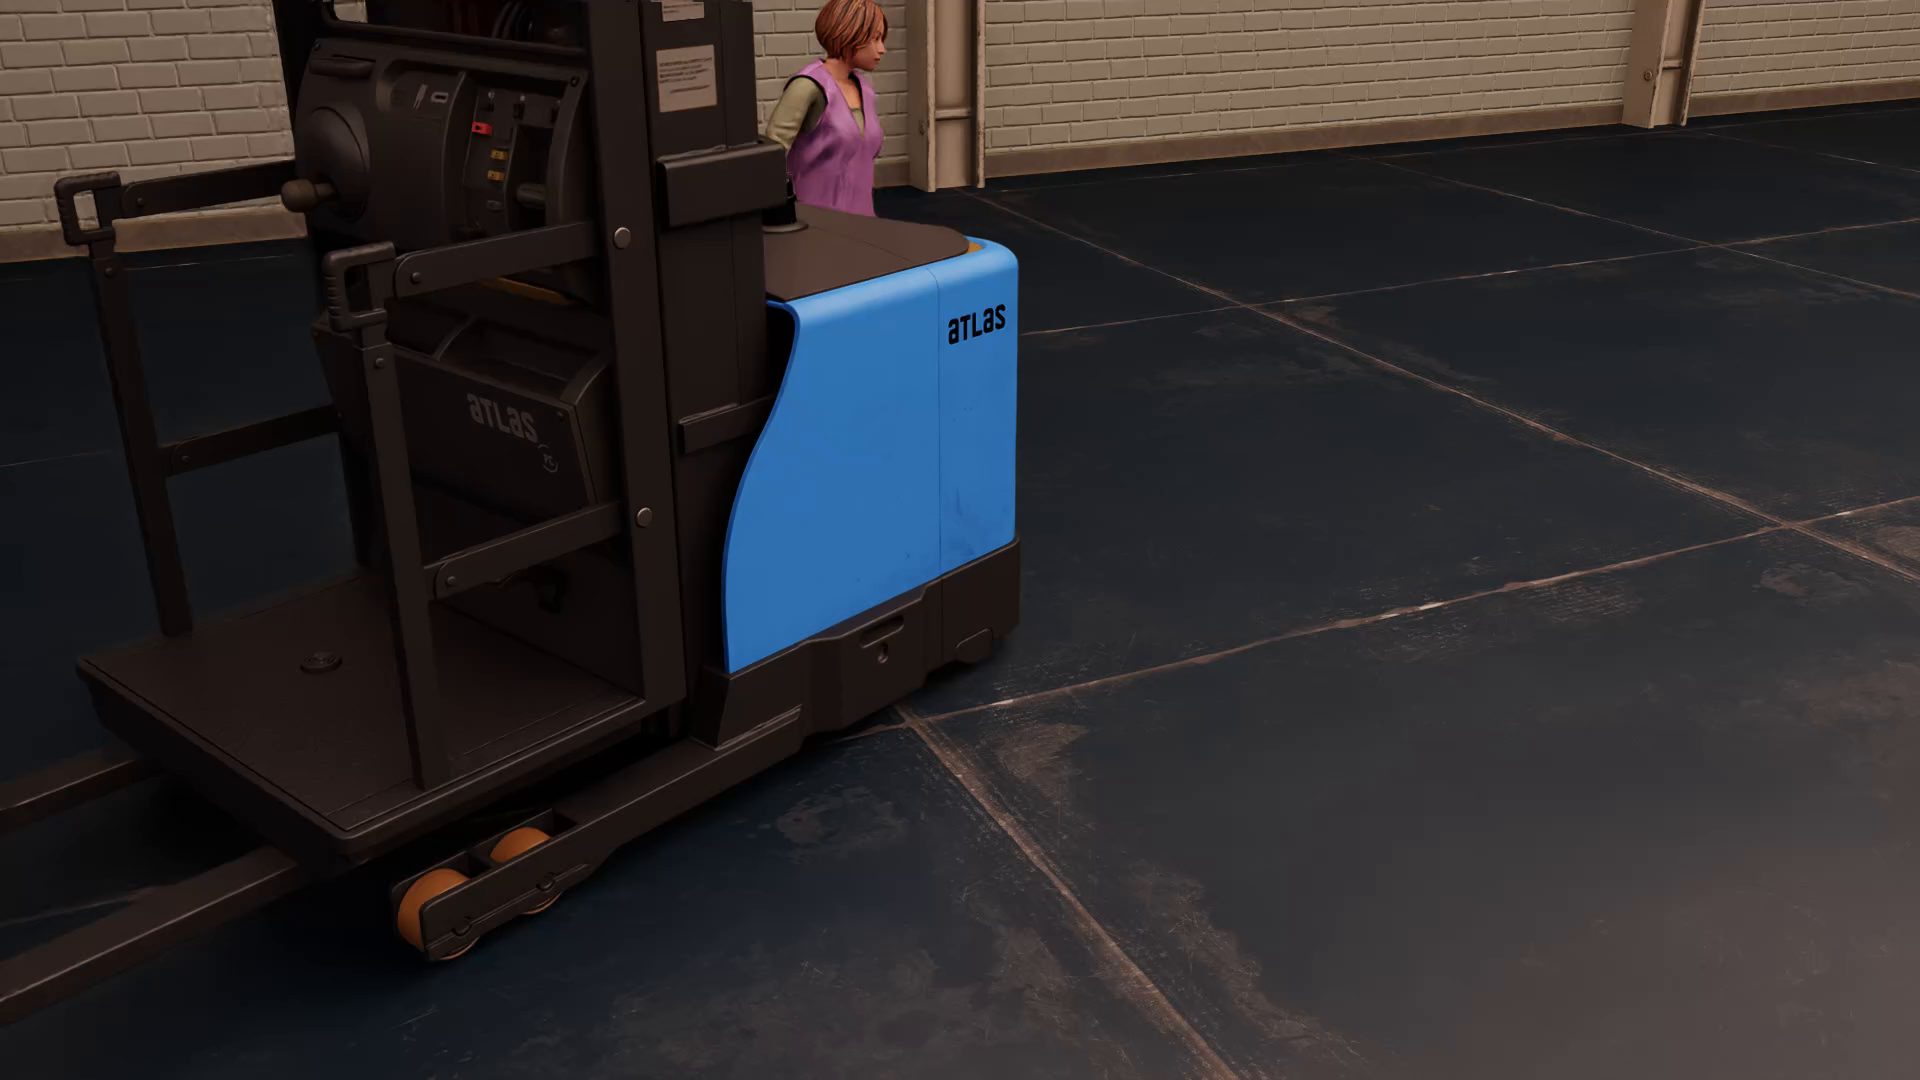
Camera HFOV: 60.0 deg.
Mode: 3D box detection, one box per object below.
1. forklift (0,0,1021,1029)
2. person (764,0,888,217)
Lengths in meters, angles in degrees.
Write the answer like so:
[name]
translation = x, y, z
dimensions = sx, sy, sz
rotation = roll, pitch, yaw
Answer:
[forklift]
translation = -1.181, -0.771, 3.142
dimensions = 1.130, 2.935, 3.031
rotation = 18, 29, 37
[person]
translation = -0.452, -0.980, 5.509
dimensions = 0.408, 1.555, 0.744
rotation = 16, 27, 33
